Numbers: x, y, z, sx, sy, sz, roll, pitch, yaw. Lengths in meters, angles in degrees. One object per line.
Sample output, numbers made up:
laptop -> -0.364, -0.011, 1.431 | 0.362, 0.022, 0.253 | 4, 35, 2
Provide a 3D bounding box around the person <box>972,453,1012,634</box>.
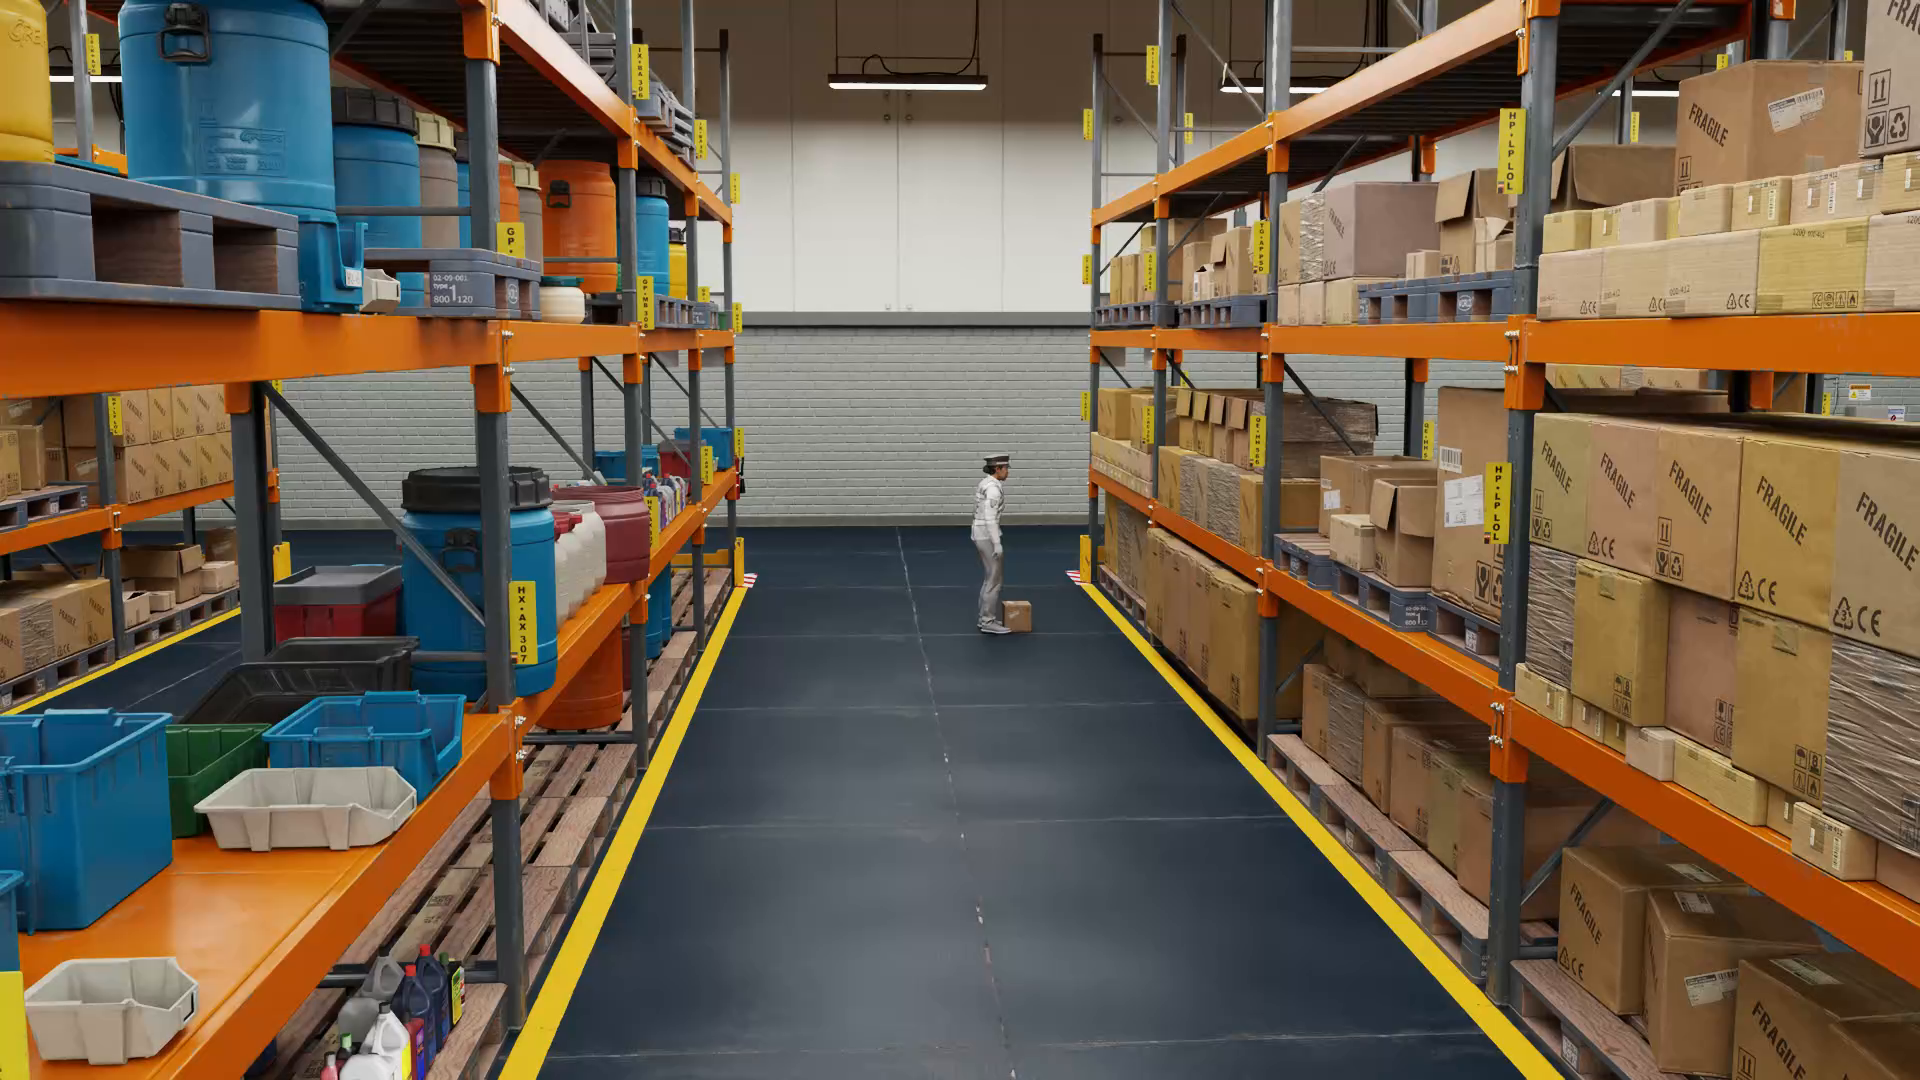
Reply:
person -> 0.297, 0.021, 15.560 | 0.372, 1.664, 0.528 | 0, 7, -4
